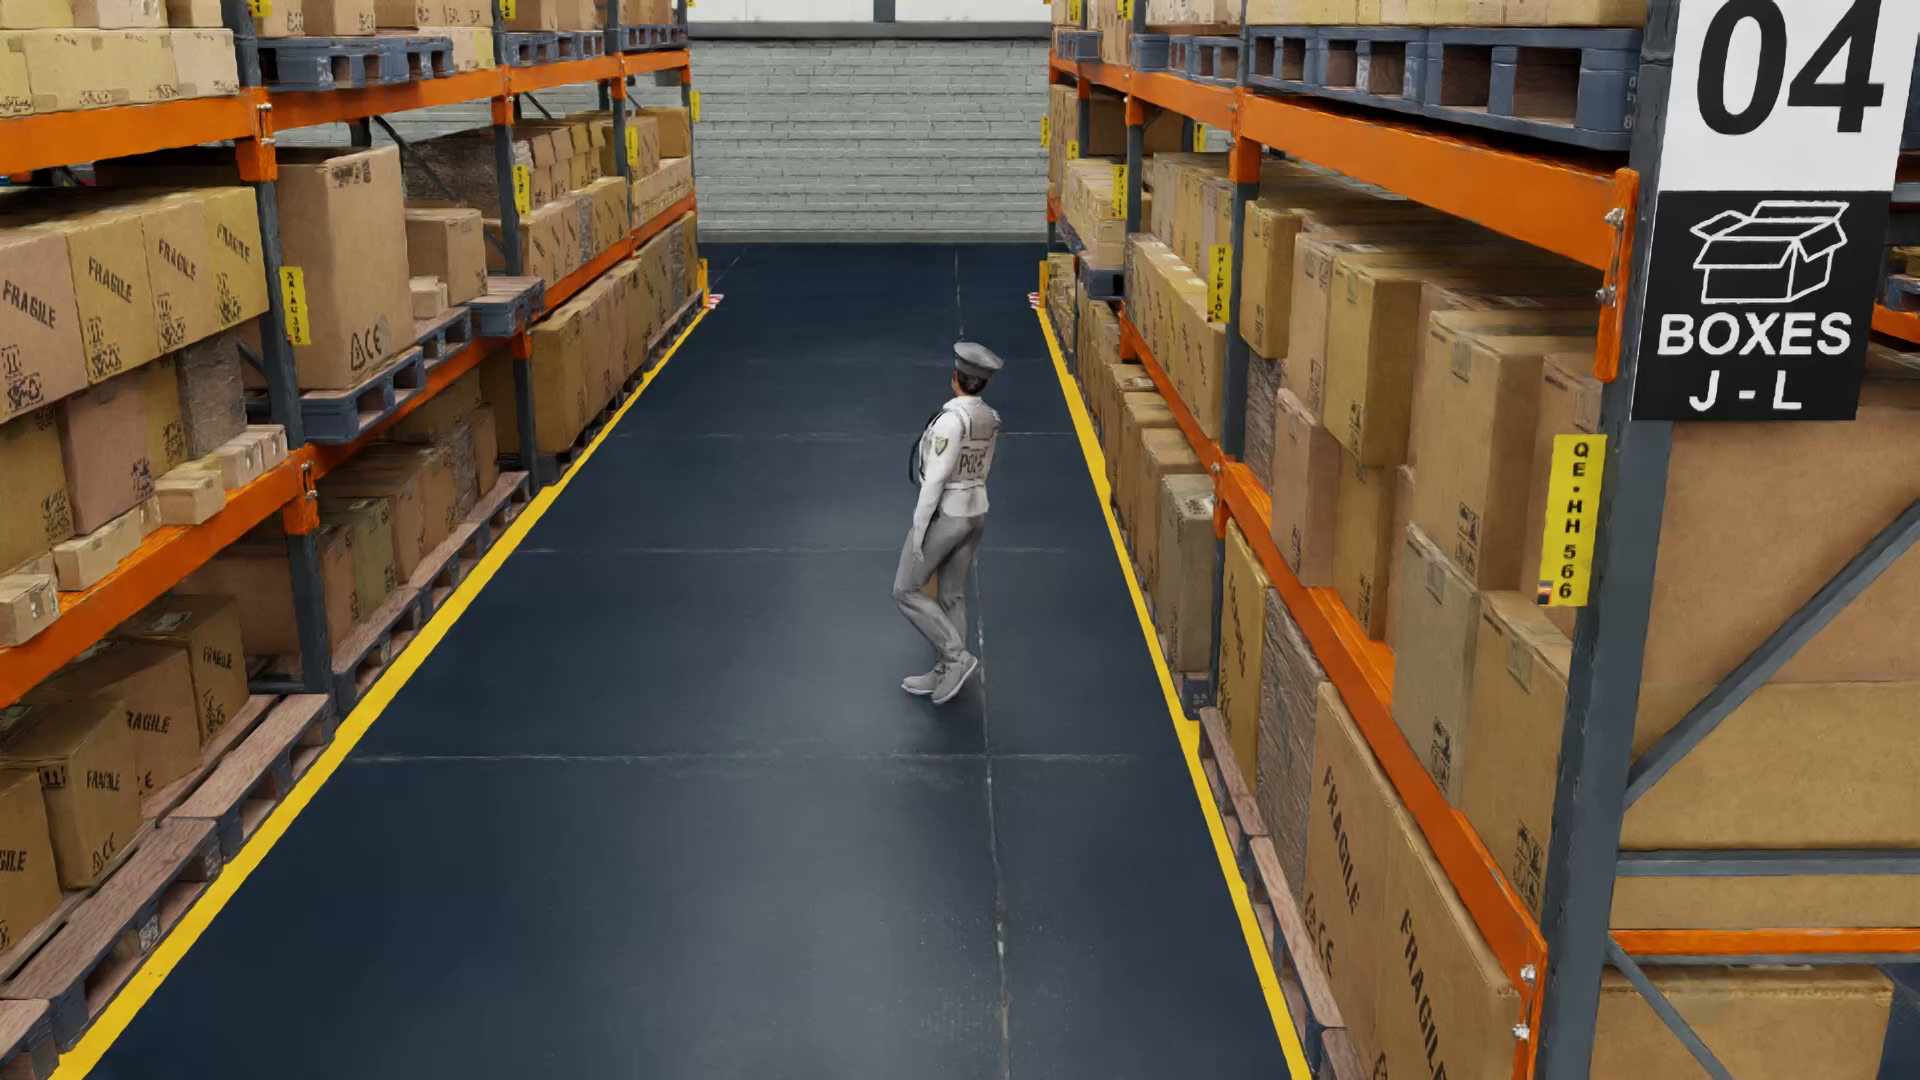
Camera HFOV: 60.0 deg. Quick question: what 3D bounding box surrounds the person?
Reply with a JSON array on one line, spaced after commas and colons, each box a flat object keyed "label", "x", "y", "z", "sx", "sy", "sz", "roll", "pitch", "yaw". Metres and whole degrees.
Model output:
[{"label": "person", "x": -0.047, "y": -0.073, "z": 7.769, "sx": 0.432, "sy": 1.669, "sz": 0.554, "roll": 9, "pitch": 19, "yaw": 27}]
